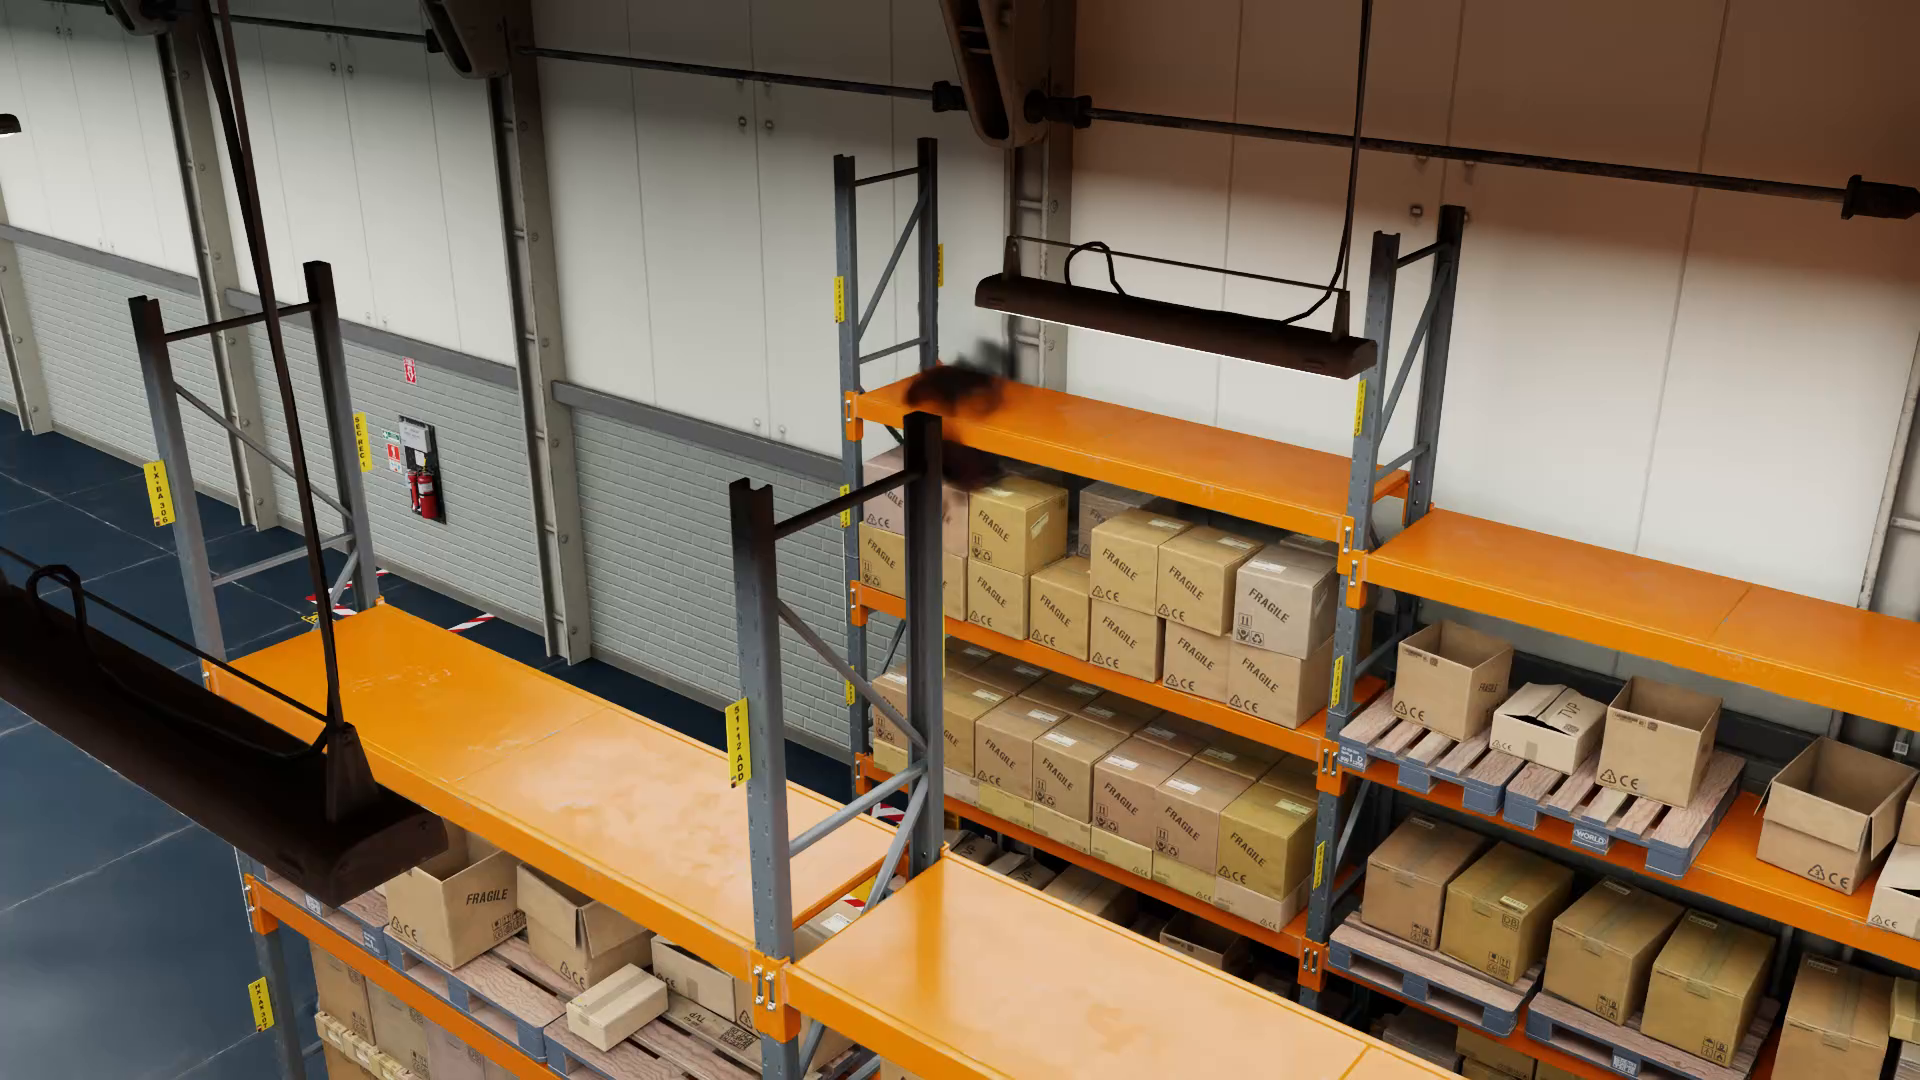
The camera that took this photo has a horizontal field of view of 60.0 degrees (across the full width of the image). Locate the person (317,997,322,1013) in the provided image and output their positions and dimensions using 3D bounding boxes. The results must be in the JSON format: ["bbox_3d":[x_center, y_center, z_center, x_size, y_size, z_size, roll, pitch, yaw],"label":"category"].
[{"bbox_3d":[-4.108,2.967,11.410,0.662,1.734,0.731,2,23,4],"label":"person"}]
